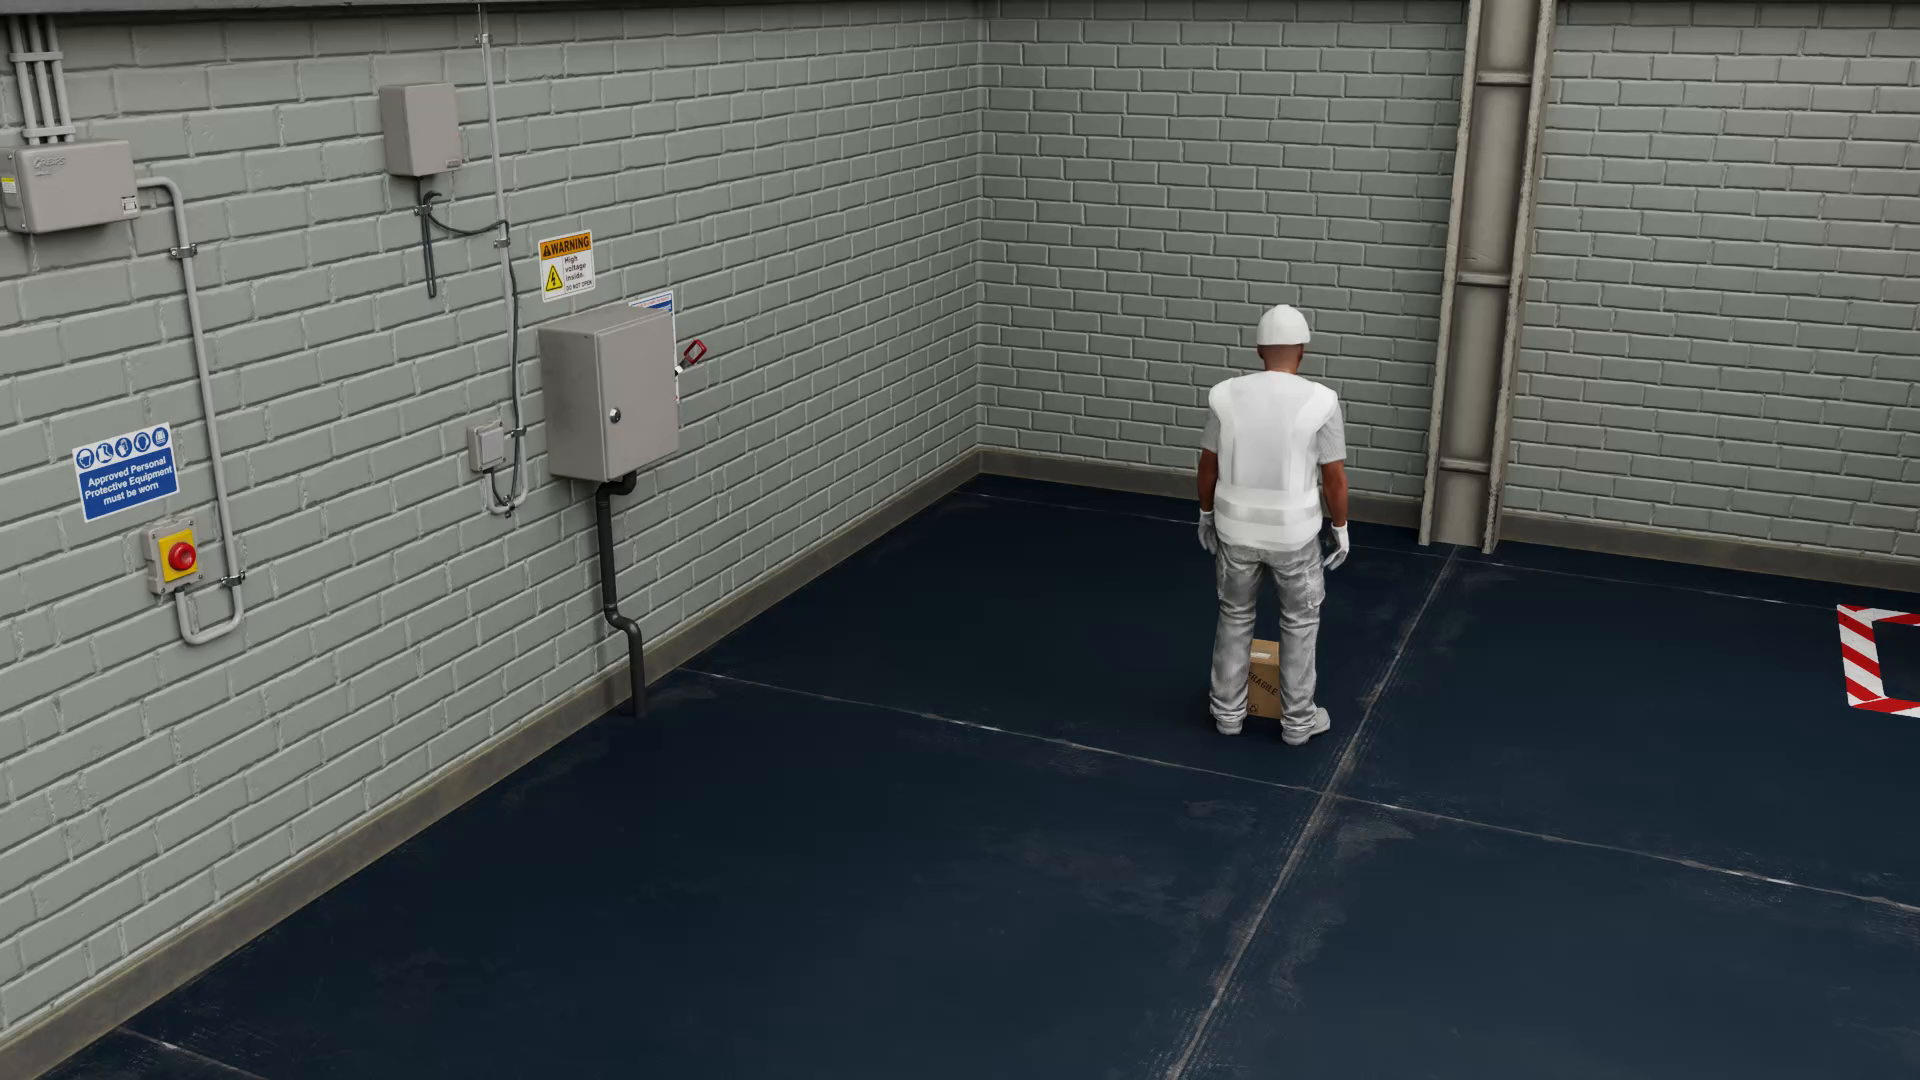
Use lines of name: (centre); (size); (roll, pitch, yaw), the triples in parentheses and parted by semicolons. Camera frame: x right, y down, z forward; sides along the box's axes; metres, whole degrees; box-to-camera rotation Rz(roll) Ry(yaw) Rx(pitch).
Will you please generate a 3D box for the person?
person: (1.255, -0.051, 6.695); (0.619, 1.775, 0.446); (8, 21, 23)
